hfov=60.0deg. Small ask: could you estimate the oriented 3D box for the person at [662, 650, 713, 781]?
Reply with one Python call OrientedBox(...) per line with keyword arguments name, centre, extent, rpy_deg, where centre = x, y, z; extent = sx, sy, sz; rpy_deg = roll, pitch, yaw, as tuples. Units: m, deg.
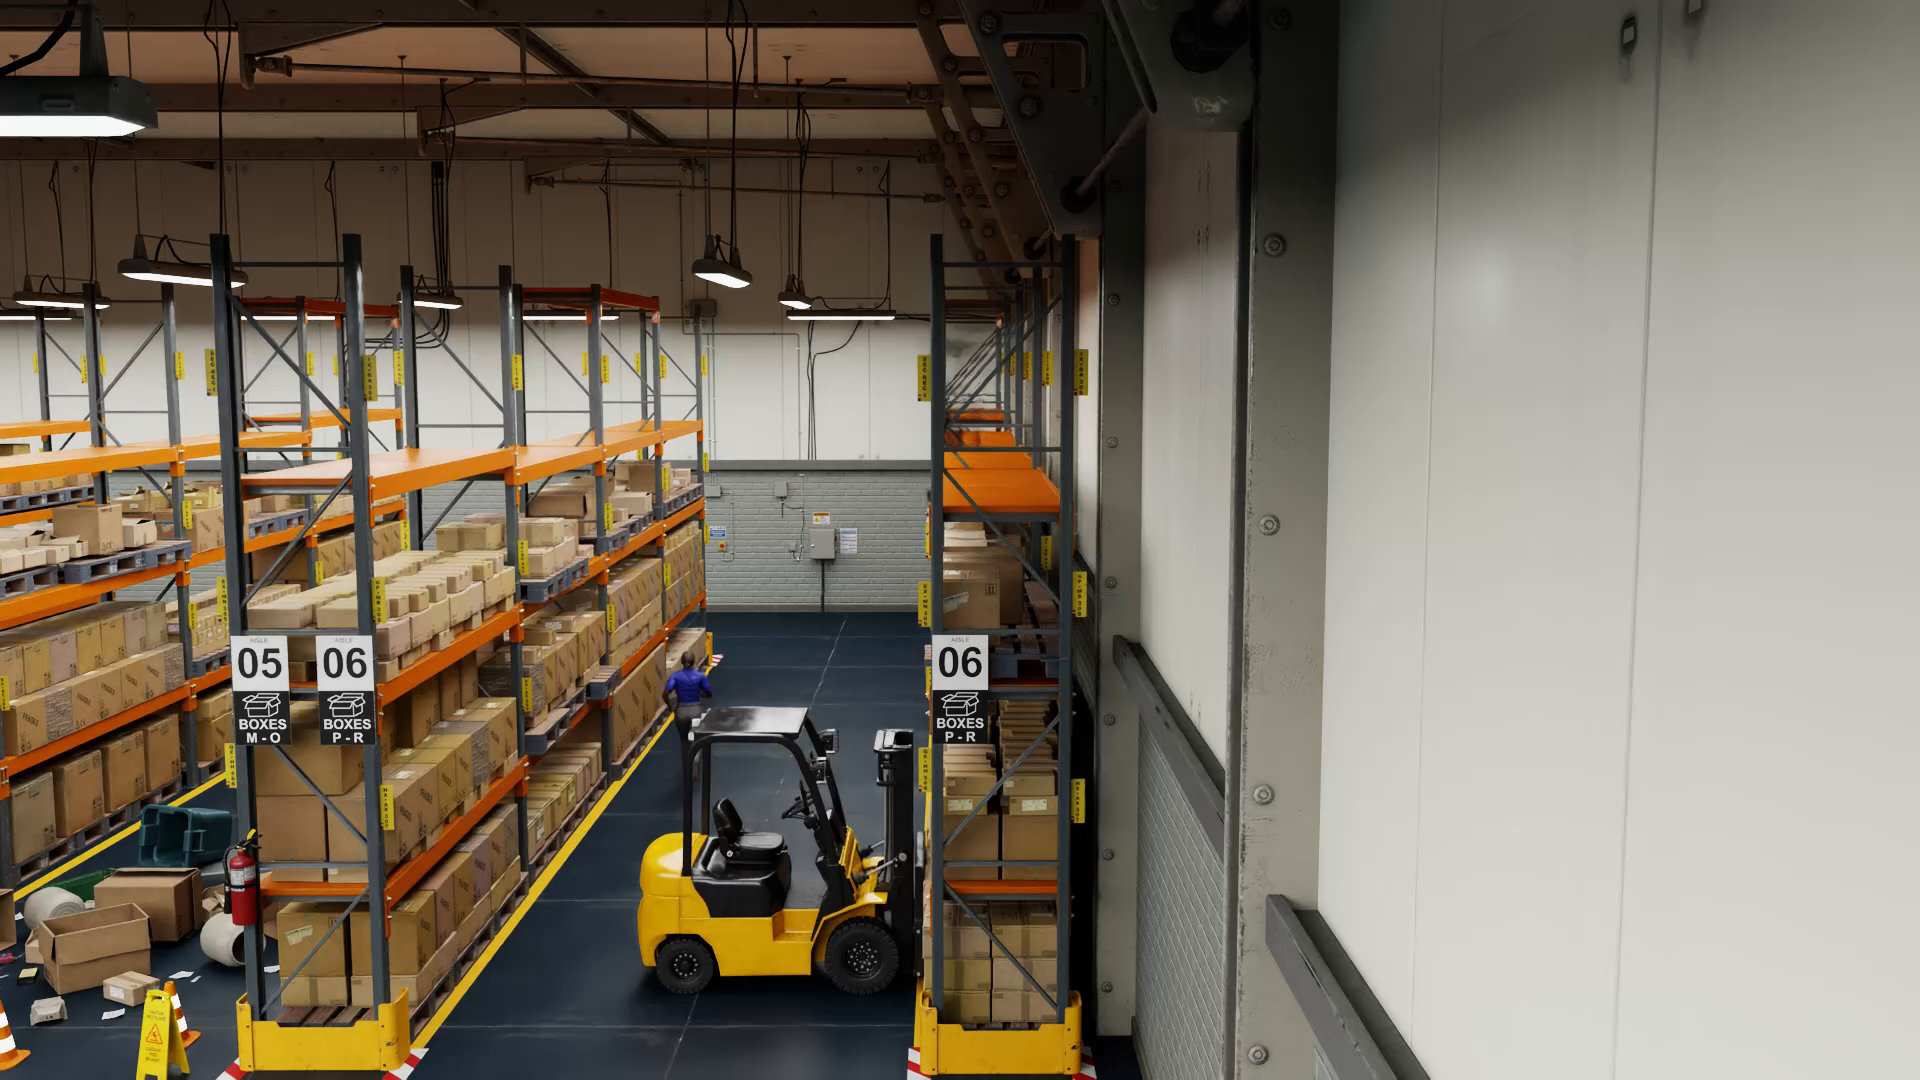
OrientedBox(name="person", centre=(-3.284, 2.147, 20.115), extent=(0.588, 1.625, 0.837), rpy_deg=(0, 6, -3))
